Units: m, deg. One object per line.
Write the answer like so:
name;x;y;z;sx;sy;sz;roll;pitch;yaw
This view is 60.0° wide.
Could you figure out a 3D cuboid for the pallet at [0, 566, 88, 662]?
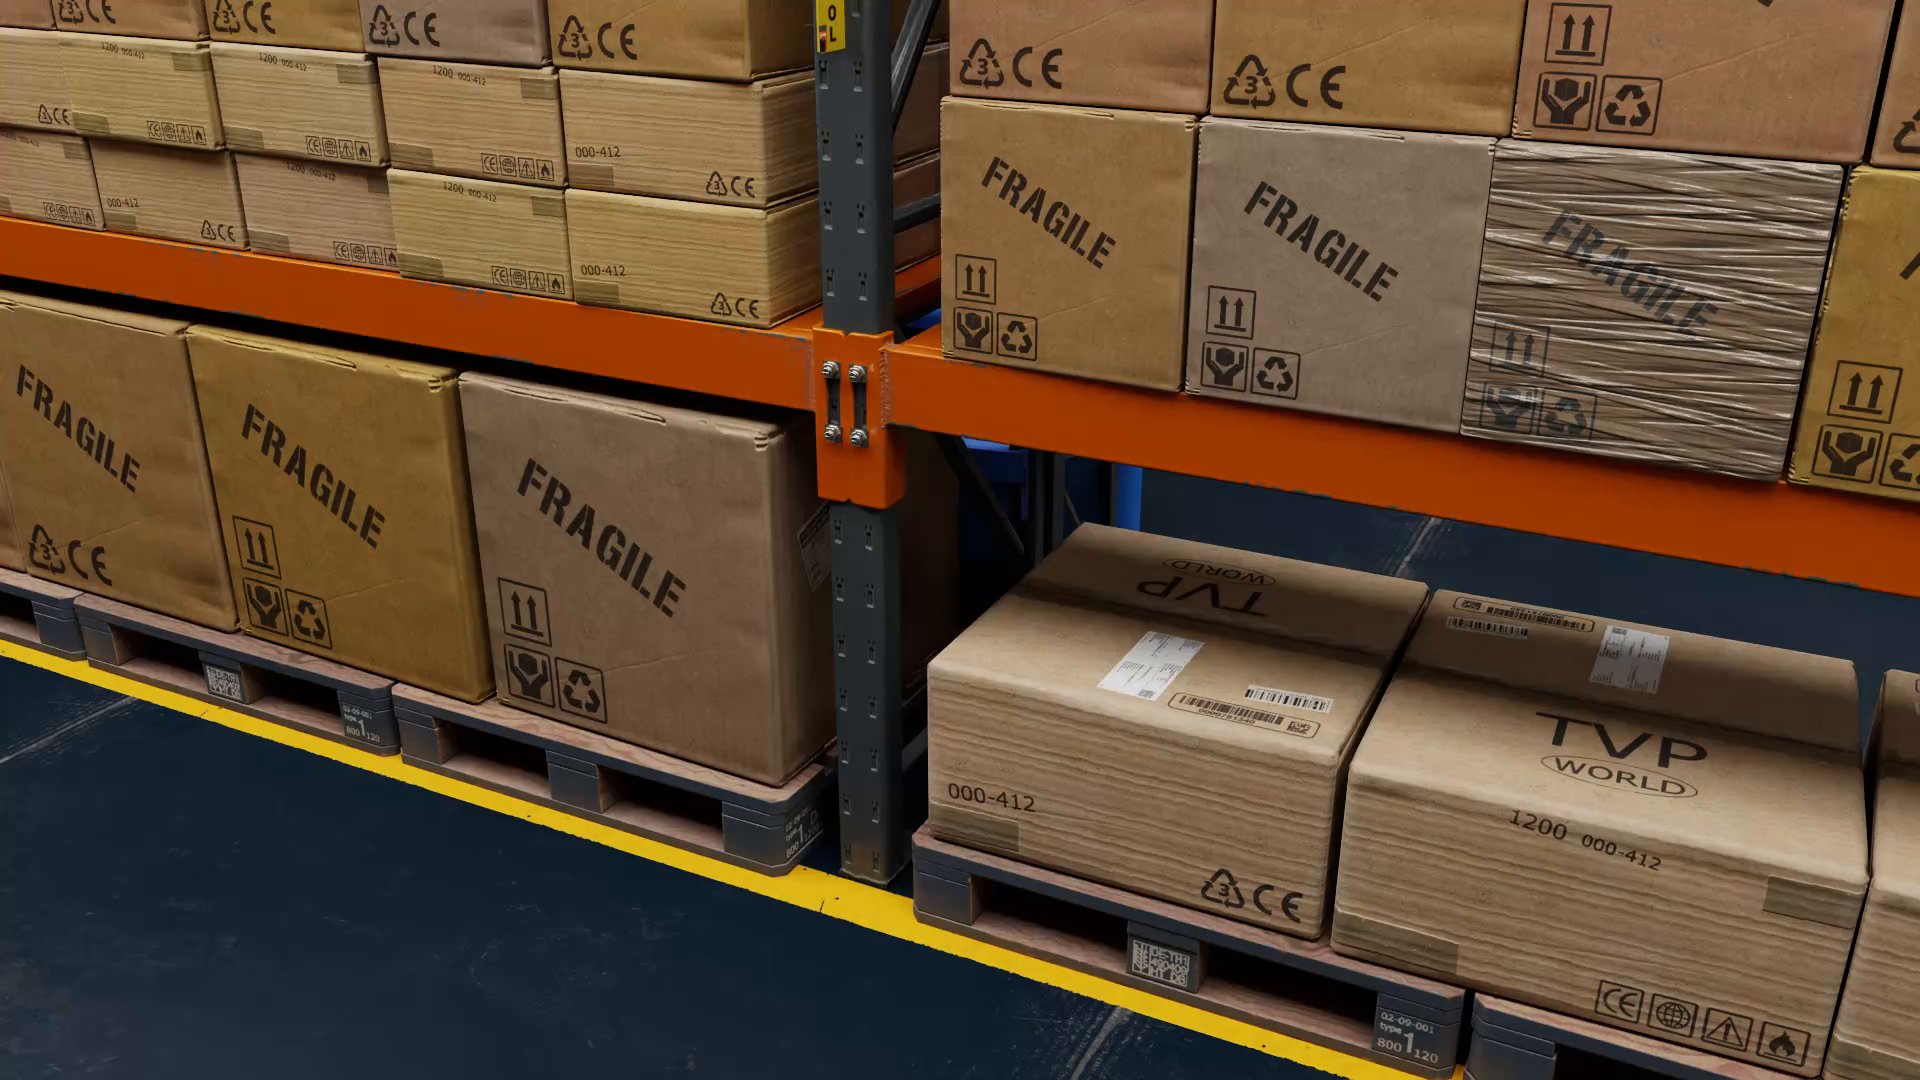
pallet;-2.901;-0.014;5.513;1.213;0.211;1.003;11;25;25

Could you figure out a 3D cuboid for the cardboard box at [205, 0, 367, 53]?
cardboard box;-1.422;-1.439;3.895;0.500;0.500;0.500;12;26;26

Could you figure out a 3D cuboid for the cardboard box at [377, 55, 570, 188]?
cardboard box;-0.954;-0.996;3.812;0.500;0.250;0.500;12;26;26

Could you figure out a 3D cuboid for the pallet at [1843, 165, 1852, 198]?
pallet;6.206;-2.558;11.495;1.213;0.211;1.003;11;25;25

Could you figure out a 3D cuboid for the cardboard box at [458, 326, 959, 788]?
cardboard box;-0.591;-0.053;4.221;0.875;0.875;0.875;12;26;26

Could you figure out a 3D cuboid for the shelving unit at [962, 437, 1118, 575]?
shelving unit;-0.129;-0.423;4.717;1.048;1.500;0.538;8;14;29

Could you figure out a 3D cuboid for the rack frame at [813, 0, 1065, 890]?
rack frame;-0.001;-0.756;3.696;0.127;3.000;1.000;11;25;25

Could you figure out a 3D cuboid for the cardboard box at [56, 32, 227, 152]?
cardboard box;-1.883;-1.170;4.221;0.500;0.250;0.500;12;26;25

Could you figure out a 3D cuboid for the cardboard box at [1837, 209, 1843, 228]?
cardboard box;3.947;-1.400;7.554;0.250;0.149;0.380;11;26;25

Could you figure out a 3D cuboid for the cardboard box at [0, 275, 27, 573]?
cardboard box;-2.992;-0.527;5.335;0.875;0.875;0.875;11;25;24

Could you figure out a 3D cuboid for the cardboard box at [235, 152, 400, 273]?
cardboard box;-1.411;-0.865;4.142;0.500;0.250;0.500;10;25;23

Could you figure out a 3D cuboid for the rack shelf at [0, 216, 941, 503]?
rack shelf;-1.786;-0.779;4.667;4.000;0.370;1.077;11;25;25

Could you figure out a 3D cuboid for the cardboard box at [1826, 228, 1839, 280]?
cardboard box;3.739;-1.240;7.179;0.250;0.149;0.380;11;26;25

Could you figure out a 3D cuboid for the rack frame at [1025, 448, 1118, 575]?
rack frame;0.311;-0.364;4.469;0.032;1.500;0.500;8;14;29

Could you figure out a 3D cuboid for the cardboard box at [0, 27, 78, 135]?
cardboard box;-2.330;-1.264;4.442;0.500;0.250;0.500;11;25;24

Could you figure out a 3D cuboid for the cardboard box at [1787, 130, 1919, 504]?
cardboard box;1.647;-0.357;2.628;0.500;0.500;0.500;12;26;26

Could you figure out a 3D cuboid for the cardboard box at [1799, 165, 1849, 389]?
cardboard box;1.445;-0.637;3.288;0.500;0.500;0.500;11;25;24

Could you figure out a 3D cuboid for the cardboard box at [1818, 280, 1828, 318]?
cardboard box;3.701;-1.077;7.176;0.250;0.149;0.380;11;26;25

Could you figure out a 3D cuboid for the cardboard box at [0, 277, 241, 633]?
cardboard box;-2.198;-0.368;4.962;0.875;0.875;0.875;12;26;25

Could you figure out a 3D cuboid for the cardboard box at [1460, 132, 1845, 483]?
cardboard box;1.188;-0.448;2.842;0.500;0.500;0.500;11;26;25

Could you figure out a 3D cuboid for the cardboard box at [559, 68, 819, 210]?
cardboard box;-0.504;-0.910;3.611;0.500;0.250;0.500;11;25;24

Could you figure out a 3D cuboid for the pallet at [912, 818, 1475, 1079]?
pallet;0.642;0.688;3.862;1.213;0.211;1.003;11;25;25

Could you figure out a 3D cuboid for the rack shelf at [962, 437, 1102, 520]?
rack shelf;-0.130;-0.247;4.757;1.000;0.185;0.538;8;14;29

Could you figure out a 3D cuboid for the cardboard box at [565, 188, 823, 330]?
cardboard box;-0.515;-0.679;3.705;0.500;0.250;0.500;11;25;23

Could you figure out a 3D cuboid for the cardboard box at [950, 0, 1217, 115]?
cardboard box;0.315;-1.094;3.084;0.500;0.500;0.500;11;26;25

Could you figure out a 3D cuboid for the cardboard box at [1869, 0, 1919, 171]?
cardboard box;1.663;-0.818;2.436;0.500;0.500;0.500;11;25;24

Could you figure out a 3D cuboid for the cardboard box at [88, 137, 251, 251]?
cardboard box;-1.874;-0.954;4.353;0.500;0.250;0.500;11;25;25

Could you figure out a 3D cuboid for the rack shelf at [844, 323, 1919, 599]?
rack shelf;1.784;-0.072;3.006;4.000;0.370;1.077;11;25;25

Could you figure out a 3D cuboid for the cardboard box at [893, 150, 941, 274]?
cardboard box;-0.275;-0.857;4.125;0.500;0.250;0.500;11;25;23

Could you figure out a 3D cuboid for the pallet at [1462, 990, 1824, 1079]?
pallet;1.735;0.903;3.356;1.213;0.211;1.003;11;25;25

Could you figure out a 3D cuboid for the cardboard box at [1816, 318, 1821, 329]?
cardboard box;3.767;-0.973;7.312;0.250;0.149;0.380;12;26;26

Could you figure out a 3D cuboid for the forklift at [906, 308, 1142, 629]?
forklift;-0.016;-1.595;5.756;1.130;2.935;3.031;-1;23;-1

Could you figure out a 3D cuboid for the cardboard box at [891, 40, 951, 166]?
cardboard box;-0.267;-1.094;4.042;0.500;0.250;0.500;10;25;23

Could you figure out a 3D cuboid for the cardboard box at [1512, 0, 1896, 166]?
cardboard box;1.215;-0.908;2.647;0.500;0.500;0.500;12;26;26

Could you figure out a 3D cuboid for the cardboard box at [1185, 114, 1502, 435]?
cardboard box;0.747;-0.538;3.054;0.500;0.500;0.500;11;26;25

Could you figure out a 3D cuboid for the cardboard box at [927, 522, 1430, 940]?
cardboard box;0.511;0.378;3.766;0.875;0.438;0.875;11;25;24

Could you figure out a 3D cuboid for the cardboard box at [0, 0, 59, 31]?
cardboard box;-2.339;-1.615;4.310;0.500;0.500;0.500;12;26;26

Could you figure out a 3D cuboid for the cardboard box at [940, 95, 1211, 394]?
cardboard box;0.300;-0.628;3.266;0.500;0.500;0.500;12;26;26

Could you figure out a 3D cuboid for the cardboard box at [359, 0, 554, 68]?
cardboard box;-0.978;-1.343;3.669;0.500;0.500;0.500;12;26;26

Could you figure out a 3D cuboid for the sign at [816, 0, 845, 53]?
sign;-0.237;-1.062;3.035;0.005;0.325;0.100;11;25;25

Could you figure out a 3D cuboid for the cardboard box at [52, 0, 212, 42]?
cardboard box;-1.890;-1.525;4.098;0.500;0.500;0.500;12;26;25

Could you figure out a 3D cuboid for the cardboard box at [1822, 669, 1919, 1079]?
cardboard box;2.114;0.695;3.019;0.875;0.438;0.875;12;26;26

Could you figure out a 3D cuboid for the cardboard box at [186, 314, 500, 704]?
cardboard box;-1.400;-0.210;4.590;0.875;0.875;0.875;12;26;26

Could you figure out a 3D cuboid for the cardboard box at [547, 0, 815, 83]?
cardboard box;-0.513;-1.254;3.460;0.500;0.500;0.500;12;26;26

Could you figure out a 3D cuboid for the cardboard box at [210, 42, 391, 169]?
cardboard box;-1.419;-1.085;4.022;0.500;0.250;0.500;12;26;26

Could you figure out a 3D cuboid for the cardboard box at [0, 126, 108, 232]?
cardboard box;-2.316;-1.040;4.555;0.500;0.250;0.500;12;26;26

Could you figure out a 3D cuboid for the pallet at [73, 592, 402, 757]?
pallet;-1.817;0.202;5.006;1.213;0.211;1.003;11;25;25

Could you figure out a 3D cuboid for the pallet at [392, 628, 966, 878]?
pallet;-0.724;0.417;4.500;1.213;0.211;1.003;11;25;25

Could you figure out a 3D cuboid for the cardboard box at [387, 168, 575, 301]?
cardboard box;-0.969;-0.769;3.917;0.500;0.250;0.500;11;25;24

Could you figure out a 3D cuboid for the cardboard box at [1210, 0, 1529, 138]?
cardboard box;0.762;-1.003;2.869;0.500;0.500;0.500;11;25;24

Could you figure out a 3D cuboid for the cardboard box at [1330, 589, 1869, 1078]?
cardboard box;1.310;0.536;3.395;0.875;0.438;0.875;10;25;23

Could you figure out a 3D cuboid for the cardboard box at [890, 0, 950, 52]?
cardboard box;-0.264;-1.441;3.899;0.500;0.500;0.500;12;26;25
